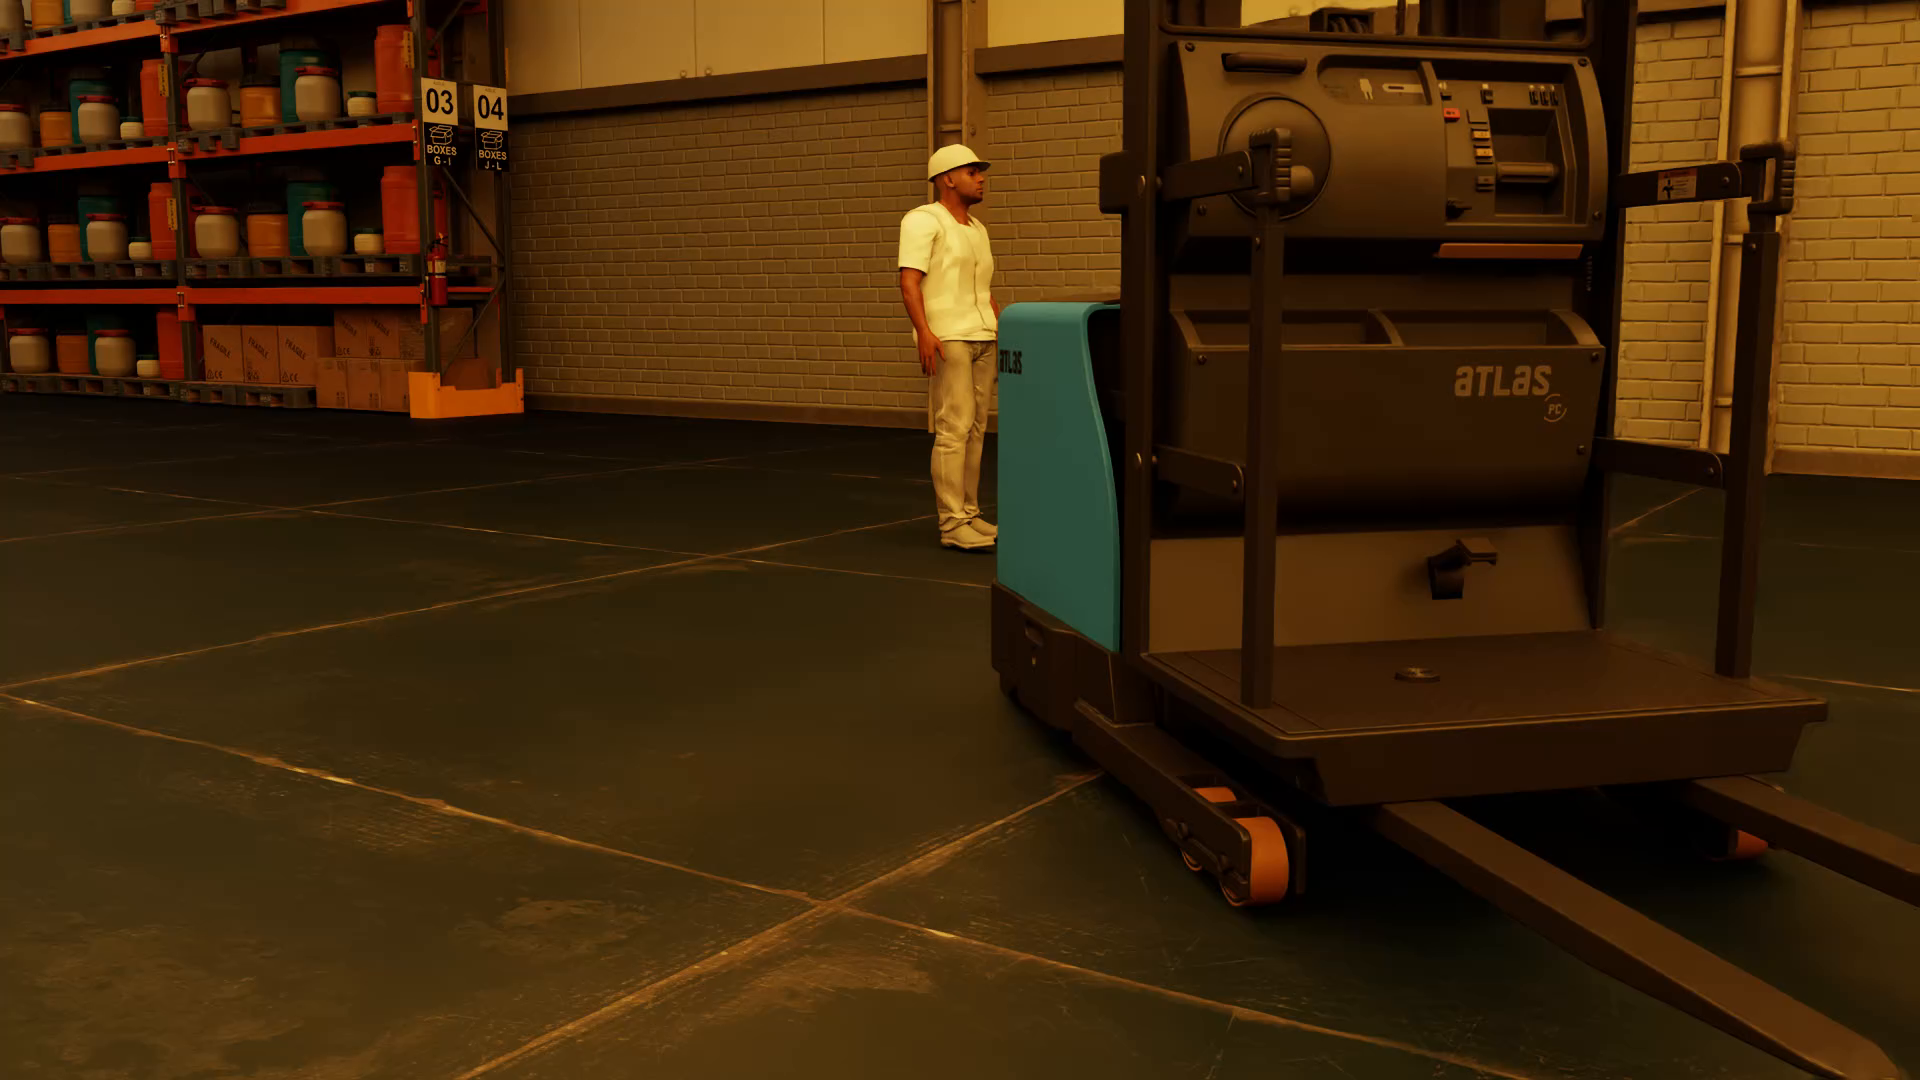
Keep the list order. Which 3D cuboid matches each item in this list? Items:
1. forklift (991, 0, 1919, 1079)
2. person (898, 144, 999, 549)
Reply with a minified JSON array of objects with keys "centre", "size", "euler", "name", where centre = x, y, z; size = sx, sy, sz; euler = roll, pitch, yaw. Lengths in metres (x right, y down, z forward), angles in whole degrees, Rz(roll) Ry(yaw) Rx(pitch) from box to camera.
[{"centre":[0.941,-0.851,3.180],"size":[1.130,2.935,3.031],"euler":[-2,8,-14],"name":"forklift"},{"centre":[0.055,-0.875,7.435],"size":[0.575,1.768,0.666],"euler":[5,10,34],"name":"person"}]
